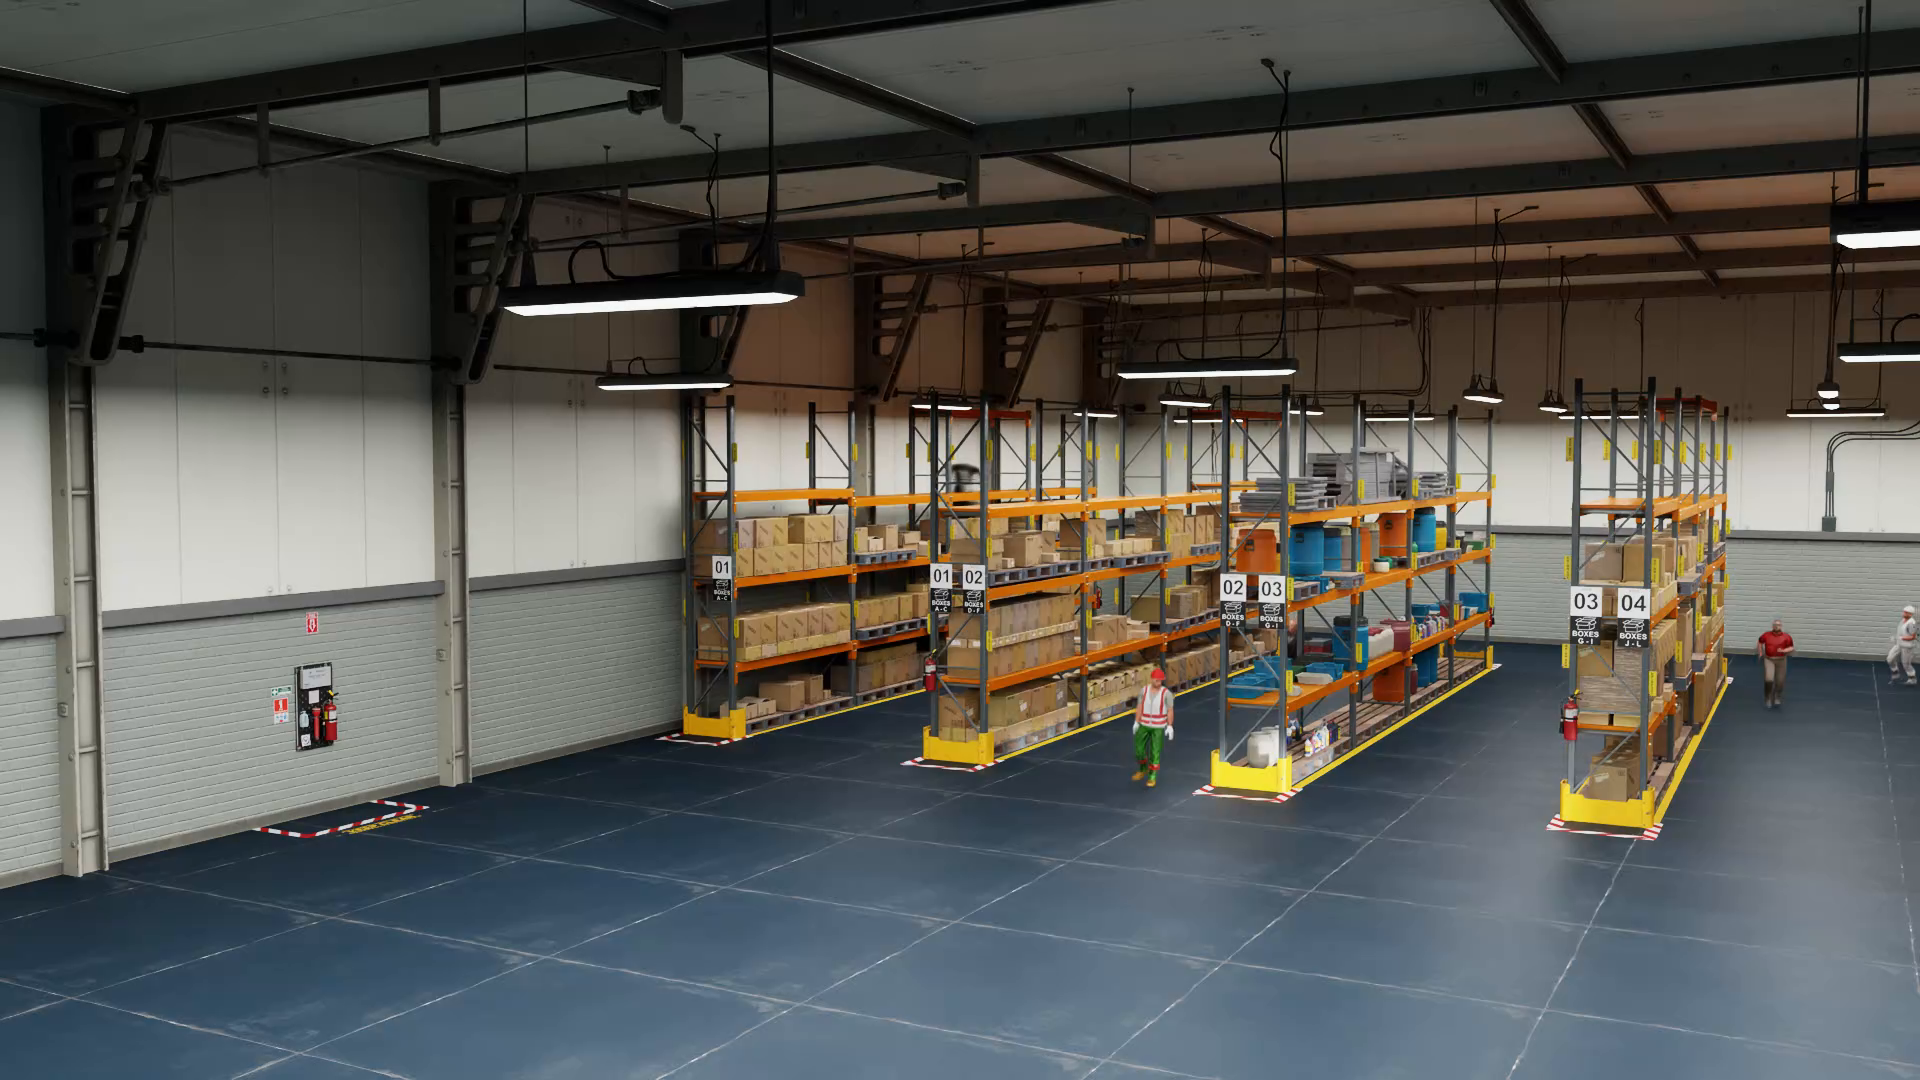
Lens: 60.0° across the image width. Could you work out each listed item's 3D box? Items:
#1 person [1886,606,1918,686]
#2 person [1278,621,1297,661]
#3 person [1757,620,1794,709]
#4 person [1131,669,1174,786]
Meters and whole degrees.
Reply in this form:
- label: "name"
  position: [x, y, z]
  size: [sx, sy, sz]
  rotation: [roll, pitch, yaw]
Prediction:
- label: "person"
  position: [20.080, 2.270, 35.329]
  size: [0.684, 1.774, 0.682]
  rotation: [0, 3, -3]
- label: "person"
  position: [6.709, 2.417, 33.384]
  size: [0.788, 1.643, 0.649]
  rotation: [3, 4, 41]
- label: "person"
  position: [15.953, 2.442, 32.519]
  size: [0.619, 1.767, 0.736]
  rotation: [1, 3, 20]
- label: "person"
  position: [2.874, 2.786, 24.832]
  size: [0.667, 1.766, 0.474]
  rotation: [1, 3, 18]
